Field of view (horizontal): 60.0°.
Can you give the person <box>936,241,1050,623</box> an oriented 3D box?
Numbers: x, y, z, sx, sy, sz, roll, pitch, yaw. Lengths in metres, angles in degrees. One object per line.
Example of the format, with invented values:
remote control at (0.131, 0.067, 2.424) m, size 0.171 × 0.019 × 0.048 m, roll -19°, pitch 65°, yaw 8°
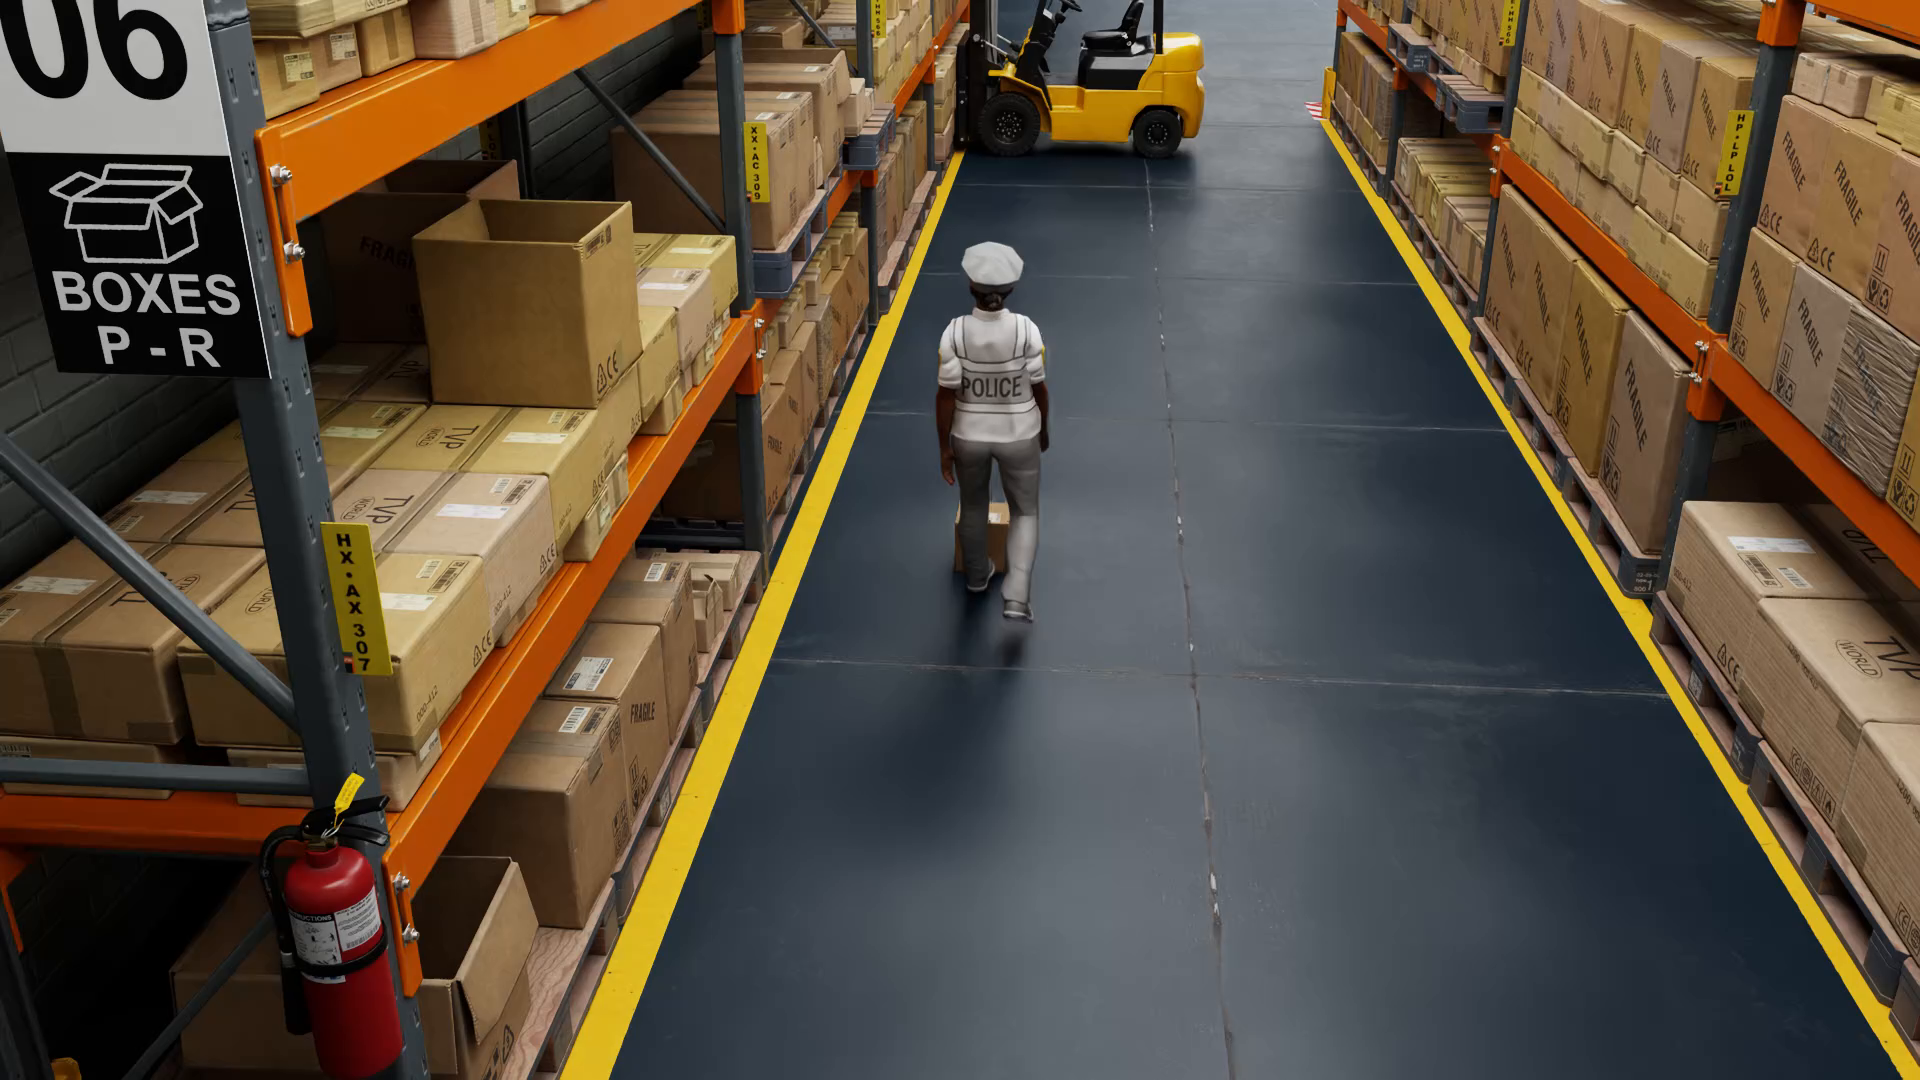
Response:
person at (0.142, -0.450, 7.043) m, size 0.458 × 1.652 × 0.842 m, roll 3°, pitch 25°, yaw 7°
